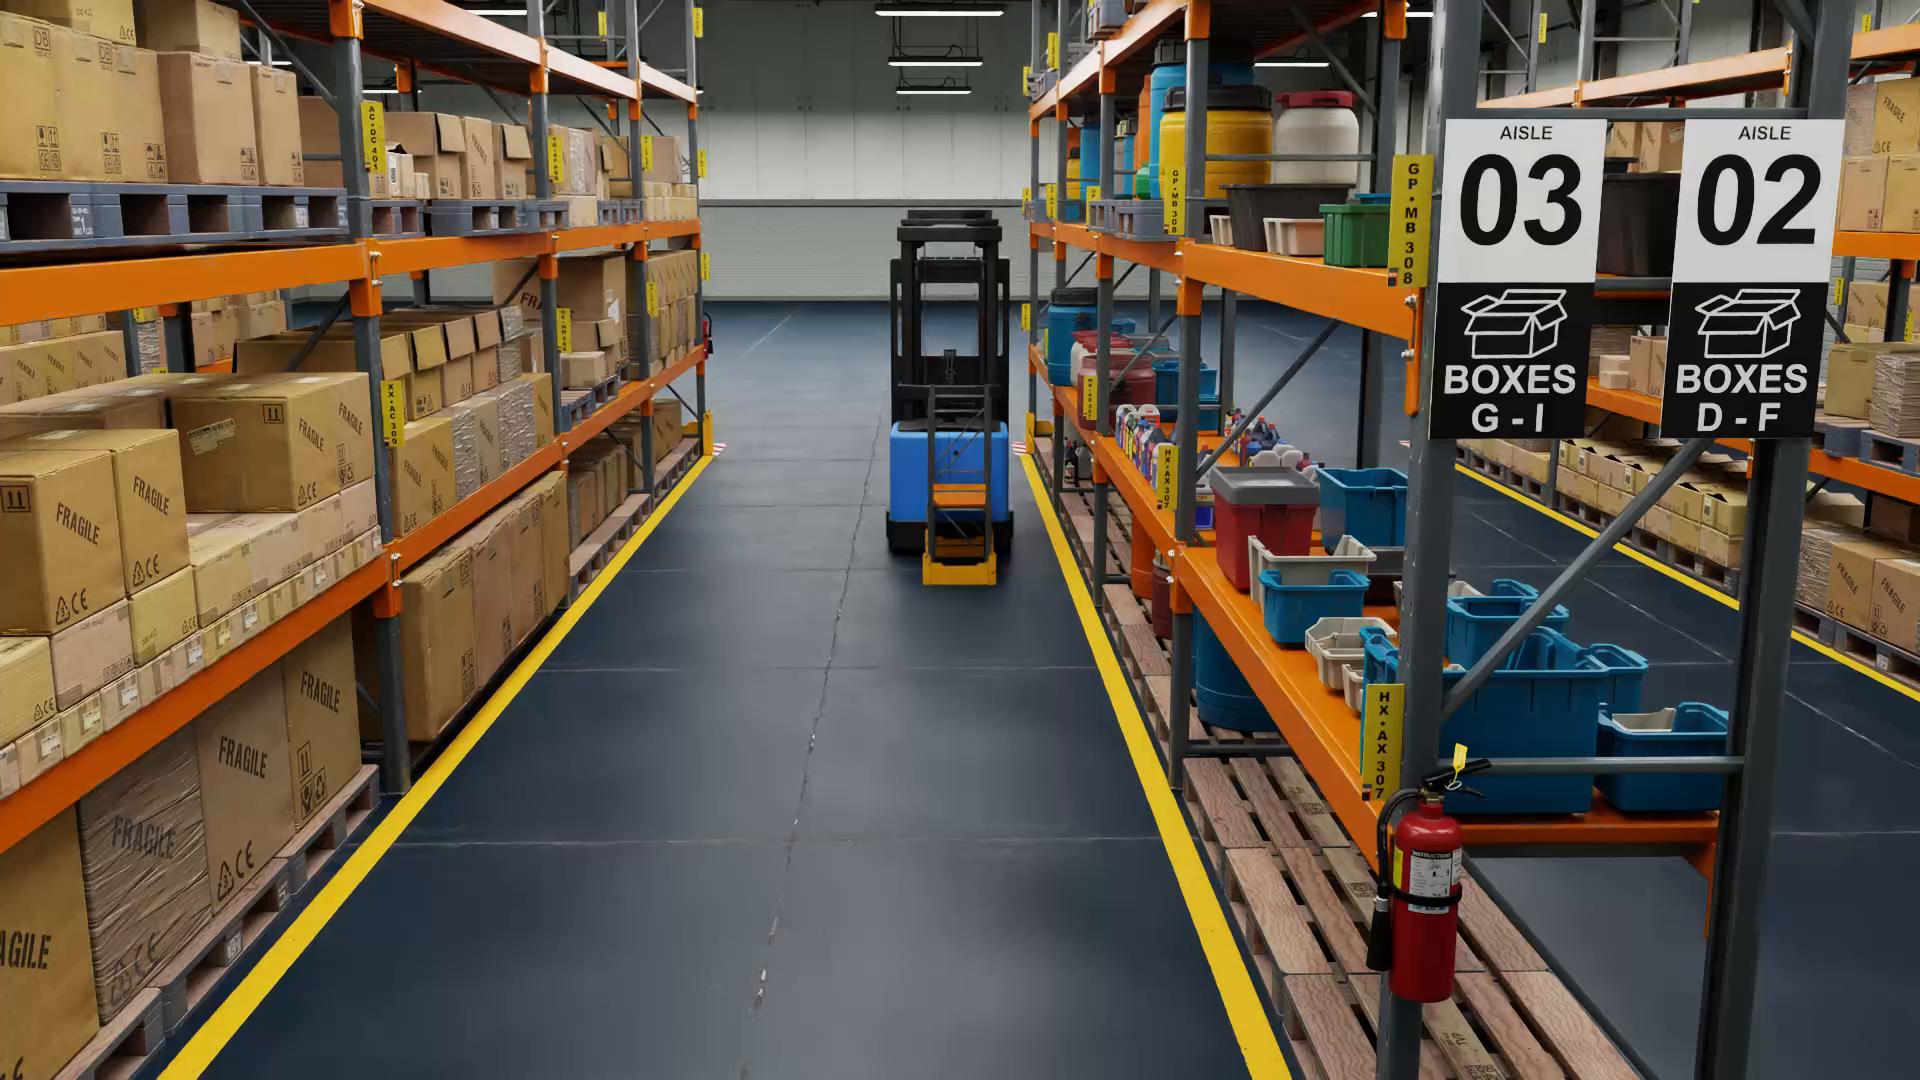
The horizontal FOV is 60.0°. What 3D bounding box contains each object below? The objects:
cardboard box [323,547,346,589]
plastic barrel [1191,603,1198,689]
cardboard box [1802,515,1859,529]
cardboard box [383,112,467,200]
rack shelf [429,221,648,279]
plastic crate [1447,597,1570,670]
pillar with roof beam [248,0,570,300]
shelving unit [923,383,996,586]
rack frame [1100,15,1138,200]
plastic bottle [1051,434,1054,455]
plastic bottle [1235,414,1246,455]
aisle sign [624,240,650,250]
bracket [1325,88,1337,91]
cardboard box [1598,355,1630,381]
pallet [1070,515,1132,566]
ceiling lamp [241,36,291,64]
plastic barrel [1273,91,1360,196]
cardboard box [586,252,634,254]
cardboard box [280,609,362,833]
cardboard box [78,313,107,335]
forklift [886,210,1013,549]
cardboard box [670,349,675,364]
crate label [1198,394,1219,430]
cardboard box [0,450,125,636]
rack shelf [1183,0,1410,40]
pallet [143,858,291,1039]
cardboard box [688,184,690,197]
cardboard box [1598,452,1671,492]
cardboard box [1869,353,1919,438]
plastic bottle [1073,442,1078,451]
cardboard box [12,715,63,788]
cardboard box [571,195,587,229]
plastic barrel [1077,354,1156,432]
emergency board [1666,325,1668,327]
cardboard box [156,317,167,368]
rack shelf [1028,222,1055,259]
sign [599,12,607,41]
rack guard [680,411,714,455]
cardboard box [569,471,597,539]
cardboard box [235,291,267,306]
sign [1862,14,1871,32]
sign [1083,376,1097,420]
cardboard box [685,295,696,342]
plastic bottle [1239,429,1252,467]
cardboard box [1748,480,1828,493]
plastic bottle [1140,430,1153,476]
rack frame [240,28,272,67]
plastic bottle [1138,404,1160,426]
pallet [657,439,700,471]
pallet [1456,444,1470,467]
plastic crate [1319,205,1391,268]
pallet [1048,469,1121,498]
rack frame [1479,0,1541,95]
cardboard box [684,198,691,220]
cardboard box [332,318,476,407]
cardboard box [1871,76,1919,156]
[{"bbox_3d":[-3.013,0.126,7.526,0.380,0.149,0.250,0,11,-2],"label":"cardboard box"},{"bbox_3d":[1.585,0.395,9.791,0.600,0.901,0.708,0,11,-1],"label":"plastic barrel"},{"bbox_3d":[6.188,0.107,12.166,0.500,0.500,0.500,0,11,1],"label":"cardboard box"},{"bbox_3d":[-3.377,-2.274,9.865,0.797,0.503,0.637,0,11,-2],"label":"cardboard box"},{"bbox_3d":[-3.482,-2.469,13.949,1.077,0.370,4.000,0,11,-1],"label":"rack shelf"},{"bbox_3d":[1.974,0.357,6.027,0.416,0.233,0.300,0,11,-1],"label":"plastic crate"},{"bbox_3d":[-15.679,-11.261,47.935,9.100,9.000,0.548,0,11,-1],"label":"pillar with roof beam"},{"bbox_3d":[-0.004,-0.479,13.648,0.587,1.500,1.083,0,11,0],"label":"shelving unit"},{"bbox_3d":[1.512,-3.914,11.720,1.000,3.000,0.127,0,11,-1],"label":"rack frame"},{"bbox_3d":[1.072,-1.081,18.600,0.097,0.271,0.097,0,11,0],"label":"plastic bottle"},{"bbox_3d":[1.939,-0.725,11.411,0.097,0.271,0.097,0,11,0],"label":"plastic bottle"},{"bbox_3d":[-3.907,-3.829,19.851,0.394,0.787,0.004,0,11,-1],"label":"aisle sign"},{"bbox_3d":[11.110,-13.572,50.271,0.076,0.066,3.189,0,11,-1],"label":"bracket"},{"bbox_3d":[6.435,-1.618,15.866,0.500,0.250,0.500,0,11,2],"label":"cardboard box"},{"bbox_3d":[1.512,-0.004,14.546,1.003,0.211,1.213,0,11,-1],"label":"pallet"},{"bbox_3d":[-14.966,-11.545,34.651,2.000,3.185,0.800,0,11,-1],"label":"ceiling lamp"},{"bbox_3d":[1.834,-2.027,8.565,0.433,0.535,0.433,0,11,0],"label":"plastic barrel"},{"bbox_3d":[-3.852,-2.920,18.392,0.500,0.500,0.500,0,11,-1],"label":"cardboard box"},{"bbox_3d":[-3.424,0.808,7.818,0.875,0.875,0.875,0,11,-1],"label":"cardboard box"},{"bbox_3d":[-8.468,-2.189,15.538,0.700,0.500,0.500,0,11,-2],"label":"cardboard box"},{"bbox_3d":[-0.091,-1.590,15.527,1.130,2.935,3.031,0,11,0],"label":"forklift"},{"bbox_3d":[-3.271,-1.968,17.847,0.380,0.149,0.250,0,11,-1],"label":"cardboard box"},{"bbox_3d":[1.878,-0.977,12.754,0.303,0.233,0.416,0,11,-1],"label":"crate label"},{"bbox_3d":[-3.025,0.001,5.254,0.500,0.500,0.500,-1,11,-3],"label":"cardboard box"},{"bbox_3d":[1.636,-2.173,5.952,1.077,0.370,4.000,0,11,-1],"label":"rack shelf"},{"bbox_3d":[-3.392,1.603,6.629,1.003,0.211,1.213,0,11,-1],"label":"pallet"},{"bbox_3d":[-3.284,-3.976,18.943,0.380,0.149,0.250,-1,11,-4],"label":"cardboard box"},{"bbox_3d":[6.158,-0.636,15.101,0.500,0.311,0.500,-1,11,-3],"label":"cardboard box"},{"bbox_3d":[6.418,-0.941,10.847,0.700,0.500,0.500,2,12,10],"label":"cardboard box"},{"bbox_3d":[1.219,-0.888,17.619,0.061,0.283,0.133,0,11,-1],"label":"plastic bottle"},{"bbox_3d":[-2.959,0.637,5.008,0.380,0.149,0.250,0,11,-2],"label":"cardboard box"},{"bbox_3d":[-3.206,-2.547,12.902,0.500,0.250,0.500,0,11,0],"label":"cardboard box"},{"bbox_3d":[1.199,-1.132,12.752,0.600,0.536,0.708,0,11,-1],"label":"plastic barrel"},{"bbox_3d":[11.994,-4.154,27.988,0.194,1.169,0.643,0,11,-1],"label":"emergency board"},{"bbox_3d":[-8.538,-2.005,17.019,0.875,0.550,0.550,0,11,-1],"label":"cardboard box"},{"bbox_3d":[1.388,-3.284,17.969,1.077,0.370,4.000,0,11,-1],"label":"rack shelf"},{"bbox_3d":[-4.148,-5.979,19.347,0.100,0.325,0.005,0,11,-1],"label":"sign"},{"bbox_3d":[-3.604,-1.304,20.229,1.175,0.500,0.348,0,11,-1],"label":"rack guard"},{"bbox_3d":[-3.517,-0.300,14.176,0.700,0.500,0.500,1,11,4],"label":"cardboard box"},{"bbox_3d":[-8.494,-2.964,19.030,0.875,0.550,0.550,0,11,-1],"label":"cardboard box"},{"bbox_3d":[10.709,-6.040,19.648,0.100,0.325,0.005,0,11,-1],"label":"sign"},{"bbox_3d":[0.962,-1.050,12.282,0.100,0.325,0.005,0,11,-1],"label":"sign"},{"bbox_3d":[-3.491,-2.531,18.988,0.875,0.500,0.500,0,11,-1],"label":"cardboard box"},{"bbox_3d":[1.830,-0.574,10.636,0.061,0.283,0.133,0,11,-1],"label":"plastic bottle"},{"bbox_3d":[6.728,-0.337,13.623,0.500,0.311,0.500,-1,11,-3],"label":"cardboard box"},{"bbox_3d":[1.226,-0.550,10.539,0.152,0.276,0.135,0,11,-1],"label":"plastic bottle"},{"bbox_3d":[-8.567,-5.484,19.457,1.000,3.000,0.127,0,11,-1],"label":"rack frame"},{"bbox_3d":[1.349,-0.827,11.901,0.152,0.276,0.135,0,11,-1],"label":"plastic bottle"},{"bbox_3d":[-3.623,-1.001,19.461,1.003,0.211,1.213,0,11,-1],"label":"pallet"},{"bbox_3d":[6.356,-1.066,19.781,1.003,0.211,1.213,0,11,-1],"label":"pallet"},{"bbox_3d":[1.371,-0.945,5.161,0.450,0.188,0.336,0,11,-1],"label":"plastic crate"},{"bbox_3d":[1.457,-0.536,17.172,1.003,0.211,1.213,0,11,-1],"label":"pallet"},{"bbox_3d":[6.299,-5.524,19.655,1.000,3.000,0.127,0,11,-1],"label":"rack frame"},{"bbox_3d":[-3.328,-3.747,18.815,0.500,0.250,0.500,0,11,-1],"label":"cardboard box"},{"bbox_3d":[-3.410,-1.086,10.094,0.797,0.503,0.637,0,11,1],"label":"cardboard box"},{"bbox_3d":[6.477,-2.815,11.078,0.500,0.500,0.500,0,11,-1],"label":"cardboard box"}]
